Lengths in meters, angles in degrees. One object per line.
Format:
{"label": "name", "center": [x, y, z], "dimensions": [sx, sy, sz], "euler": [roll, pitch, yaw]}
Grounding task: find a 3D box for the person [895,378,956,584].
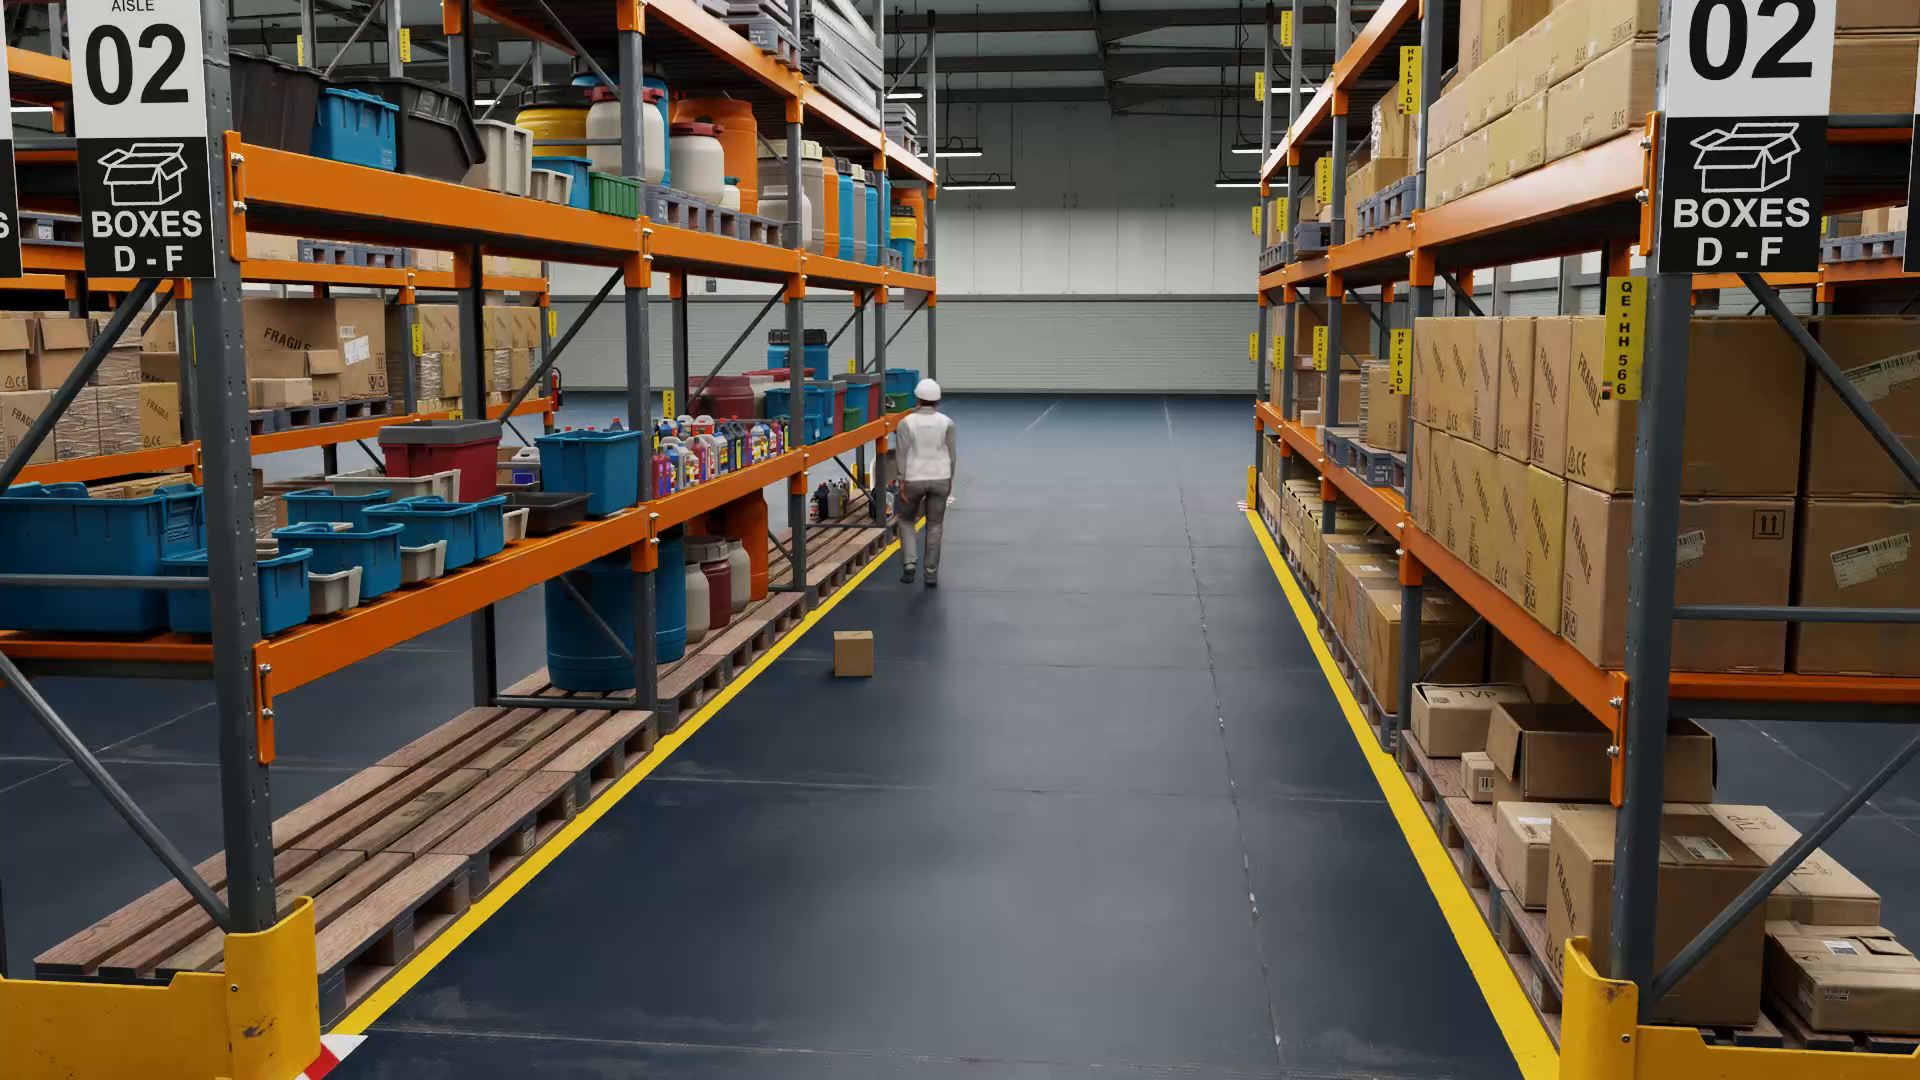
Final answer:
{"label": "person", "center": [-0.303, -0.496, 14.442], "dimensions": [0.536, 1.814, 0.488], "euler": [-1, 8, -5]}
